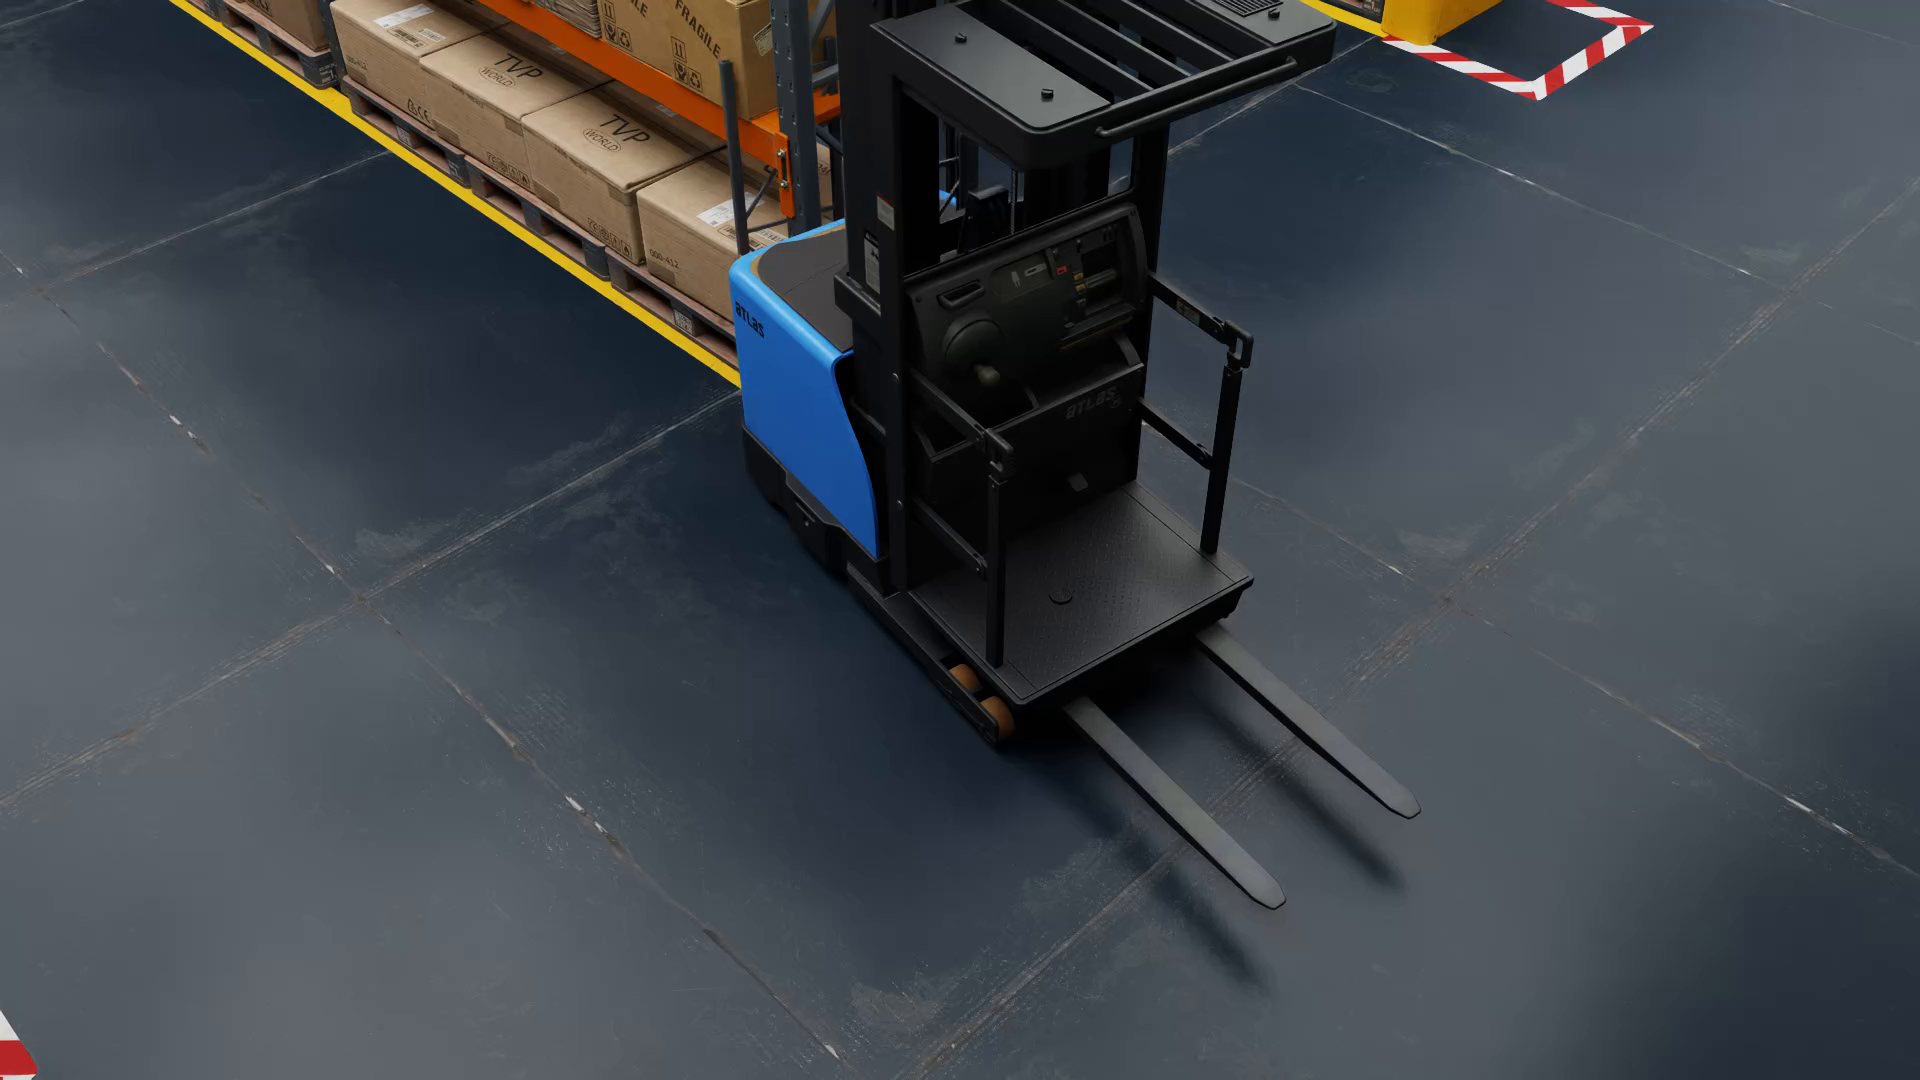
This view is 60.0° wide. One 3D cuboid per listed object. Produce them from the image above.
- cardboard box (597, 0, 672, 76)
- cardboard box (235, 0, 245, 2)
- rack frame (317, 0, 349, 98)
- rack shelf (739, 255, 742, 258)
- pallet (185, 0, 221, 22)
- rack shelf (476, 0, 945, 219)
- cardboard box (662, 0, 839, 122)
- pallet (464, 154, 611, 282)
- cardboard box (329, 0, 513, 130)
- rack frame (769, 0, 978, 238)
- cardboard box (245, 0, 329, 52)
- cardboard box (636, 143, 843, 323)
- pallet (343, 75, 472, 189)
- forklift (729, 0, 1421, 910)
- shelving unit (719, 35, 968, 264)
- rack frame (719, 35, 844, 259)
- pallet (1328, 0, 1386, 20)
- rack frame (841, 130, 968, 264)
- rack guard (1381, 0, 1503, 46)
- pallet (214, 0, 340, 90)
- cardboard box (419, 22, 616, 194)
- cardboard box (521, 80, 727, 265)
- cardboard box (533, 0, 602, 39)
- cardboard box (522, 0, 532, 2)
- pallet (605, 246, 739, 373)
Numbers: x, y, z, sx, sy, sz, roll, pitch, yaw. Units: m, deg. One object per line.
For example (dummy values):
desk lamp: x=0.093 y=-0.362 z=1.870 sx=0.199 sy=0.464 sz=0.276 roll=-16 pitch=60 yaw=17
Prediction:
cardboard box: x=-1.186 y=-2.335 z=6.993 sx=0.500 sy=0.500 sz=0.500 roll=33 pitch=52 yaw=31
cardboard box: x=-4.277 y=-3.931 z=10.050 sx=0.875 sy=0.875 sz=0.875 roll=-33 pitch=52 yaw=-30
rack frame: x=-3.139 y=-3.867 z=8.725 sx=1.000 sy=3.000 sz=0.127 roll=-34 pitch=53 yaw=-31
rack shelf: x=-0.452 y=-0.945 z=6.821 sx=0.538 sy=0.185 sz=1.000 roll=-21 pitch=43 yaw=-24
pallet: x=-4.603 y=-3.764 z=10.668 sx=1.003 sy=0.211 sz=1.213 roll=-34 pitch=53 yaw=-31
rack shelf: x=-1.727 y=-2.642 z=7.929 sx=1.077 sy=0.370 sz=4.000 roll=-34 pitch=53 yaw=-31
cardboard box: x=-0.843 y=-2.087 z=6.724 sx=0.500 sy=0.500 sz=0.500 roll=-34 pitch=52 yaw=-31
pallet: x=-1.792 y=-1.854 z=8.601 sx=1.003 sy=0.211 sz=1.213 roll=-34 pitch=53 yaw=-31
cardboard box: x=-2.772 y=-2.727 z=9.070 sx=0.875 sy=0.438 sz=0.875 roll=33 pitch=52 yaw=31
rack frame: x=-0.315 y=-1.945 z=6.645 sx=1.000 sy=3.000 sz=0.127 roll=-34 pitch=53 yaw=-31
cardboard box: x=-3.634 y=-3.500 z=9.584 sx=0.875 sy=0.875 sz=0.875 roll=-32 pitch=52 yaw=-30
cardboard box: x=-0.851 y=-1.427 z=7.663 sx=0.875 sy=0.438 sz=0.875 roll=32 pitch=52 yaw=30
pallet: x=-2.658 y=-2.440 z=9.235 sx=1.003 sy=0.211 sz=1.213 roll=-34 pitch=53 yaw=-31
forklift: x=0.366 y=-0.728 z=5.378 sx=1.130 sy=2.935 sz=3.031 roll=-26 pitch=49 yaw=-25
shelving unit: x=-0.448 y=-1.080 z=6.702 sx=0.587 sy=1.500 sz=1.083 roll=-21 pitch=43 yaw=-24
rack frame: x=-0.716 y=-1.356 z=7.047 sx=0.500 sy=1.500 sz=0.032 roll=-21 pitch=43 yaw=-24
pallet: x=2.516 y=-3.786 z=10.691 sx=1.003 sy=0.211 sz=1.213 roll=-34 pitch=53 yaw=-31
rack frame: x=-0.189 y=-0.813 z=6.368 sx=0.500 sy=1.500 sz=0.032 roll=-21 pitch=43 yaw=-24
rack guard: x=3.065 y=-3.484 z=10.152 sx=1.175 sy=0.500 sz=0.348 roll=-34 pitch=53 yaw=-31
pallet: x=-3.738 y=-3.178 z=10.033 sx=1.003 sy=0.211 sz=1.213 roll=-34 pitch=53 yaw=-31
cardboard box: x=-2.139 y=-2.297 z=8.604 sx=0.875 sy=0.438 sz=0.875 roll=33 pitch=52 yaw=30
cardboard box: x=-1.504 y=-1.863 z=8.135 sx=0.875 sy=0.438 sz=0.875 roll=-33 pitch=52 yaw=-30
cardboard box: x=-1.557 y=-2.577 z=7.255 sx=0.500 sy=0.500 sz=0.500 roll=-33 pitch=52 yaw=-30
cardboard box: x=-1.930 y=-2.819 z=7.517 sx=0.500 sy=0.500 sz=0.500 roll=-33 pitch=52 yaw=-30
pallet: x=-0.935 y=-1.268 z=7.966 sx=1.003 sy=0.211 sz=1.213 roll=-34 pitch=53 yaw=-31
